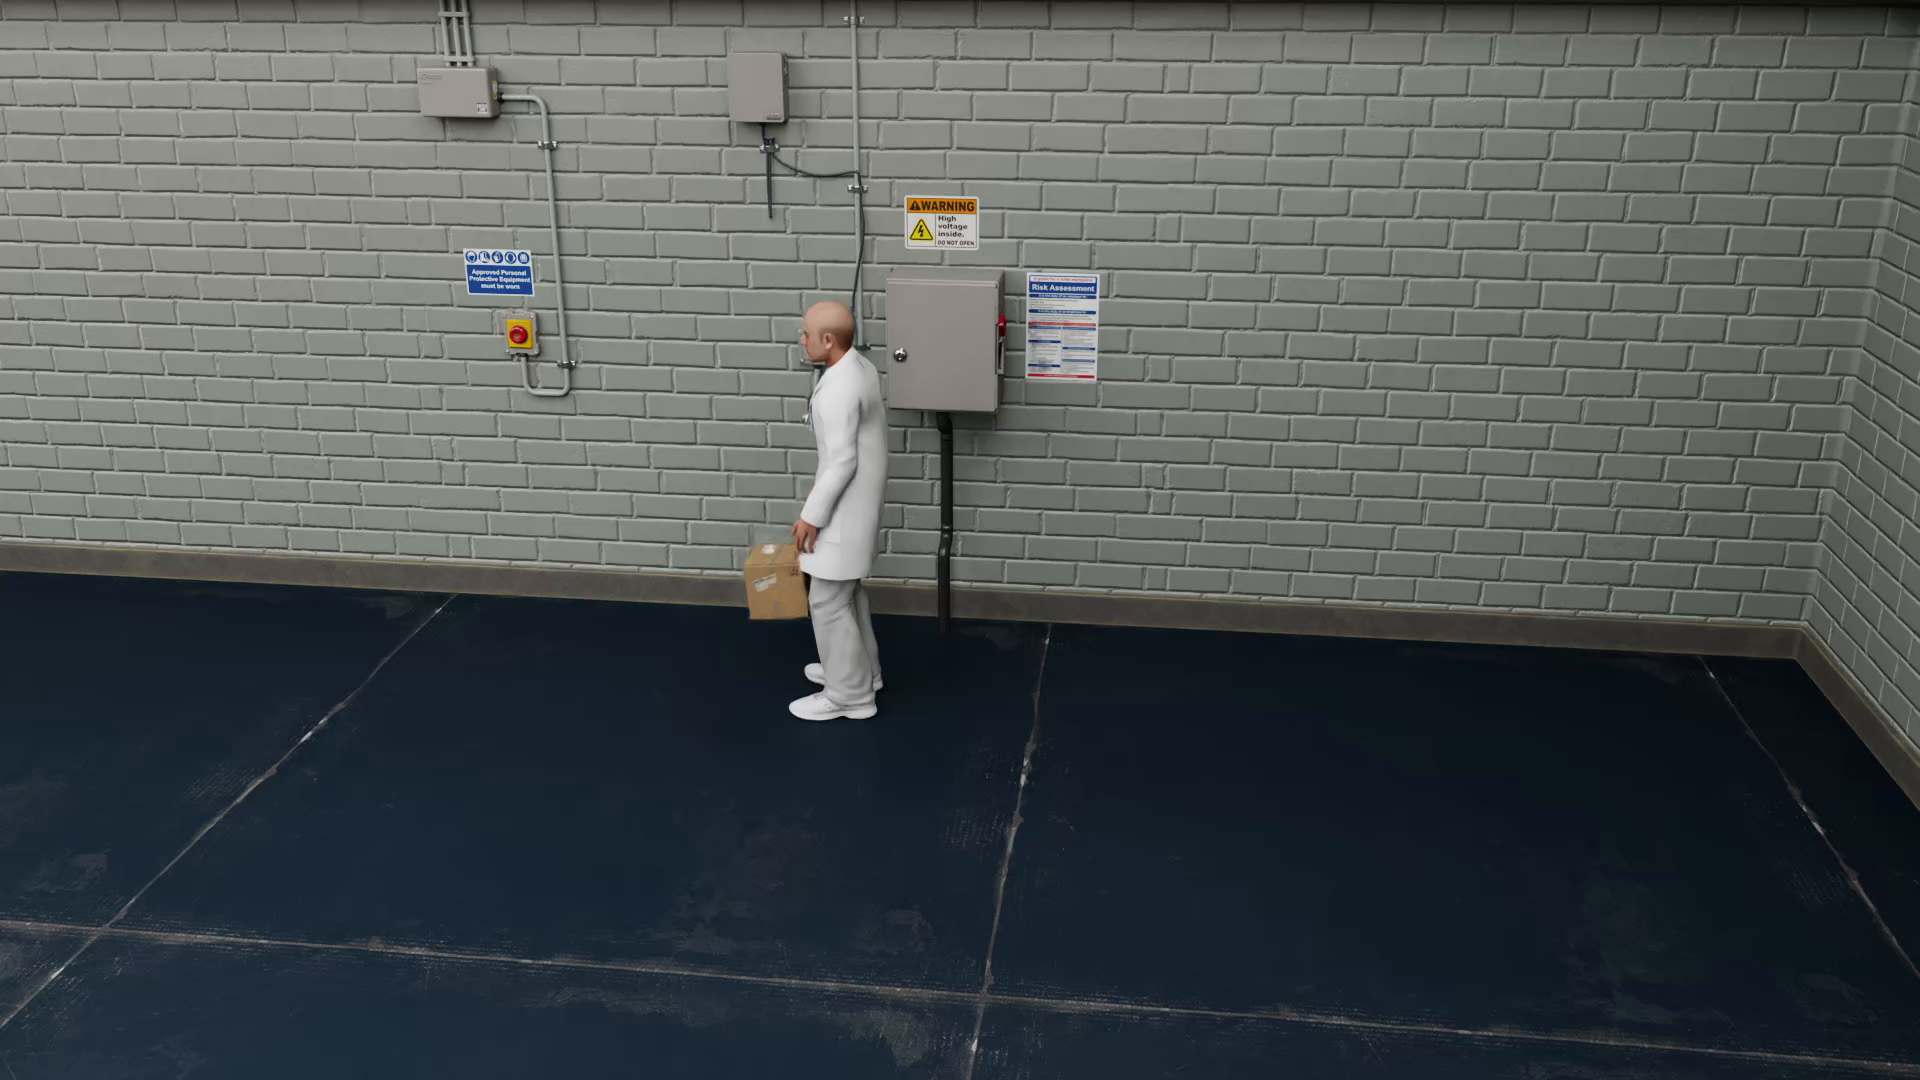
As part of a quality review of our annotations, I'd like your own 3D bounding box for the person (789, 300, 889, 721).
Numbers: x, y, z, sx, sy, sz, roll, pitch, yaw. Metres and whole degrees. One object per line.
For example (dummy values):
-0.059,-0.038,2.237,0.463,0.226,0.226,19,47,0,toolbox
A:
-0.506,-0.121,6.915,0.424,1.778,0.589,2,21,5,person
